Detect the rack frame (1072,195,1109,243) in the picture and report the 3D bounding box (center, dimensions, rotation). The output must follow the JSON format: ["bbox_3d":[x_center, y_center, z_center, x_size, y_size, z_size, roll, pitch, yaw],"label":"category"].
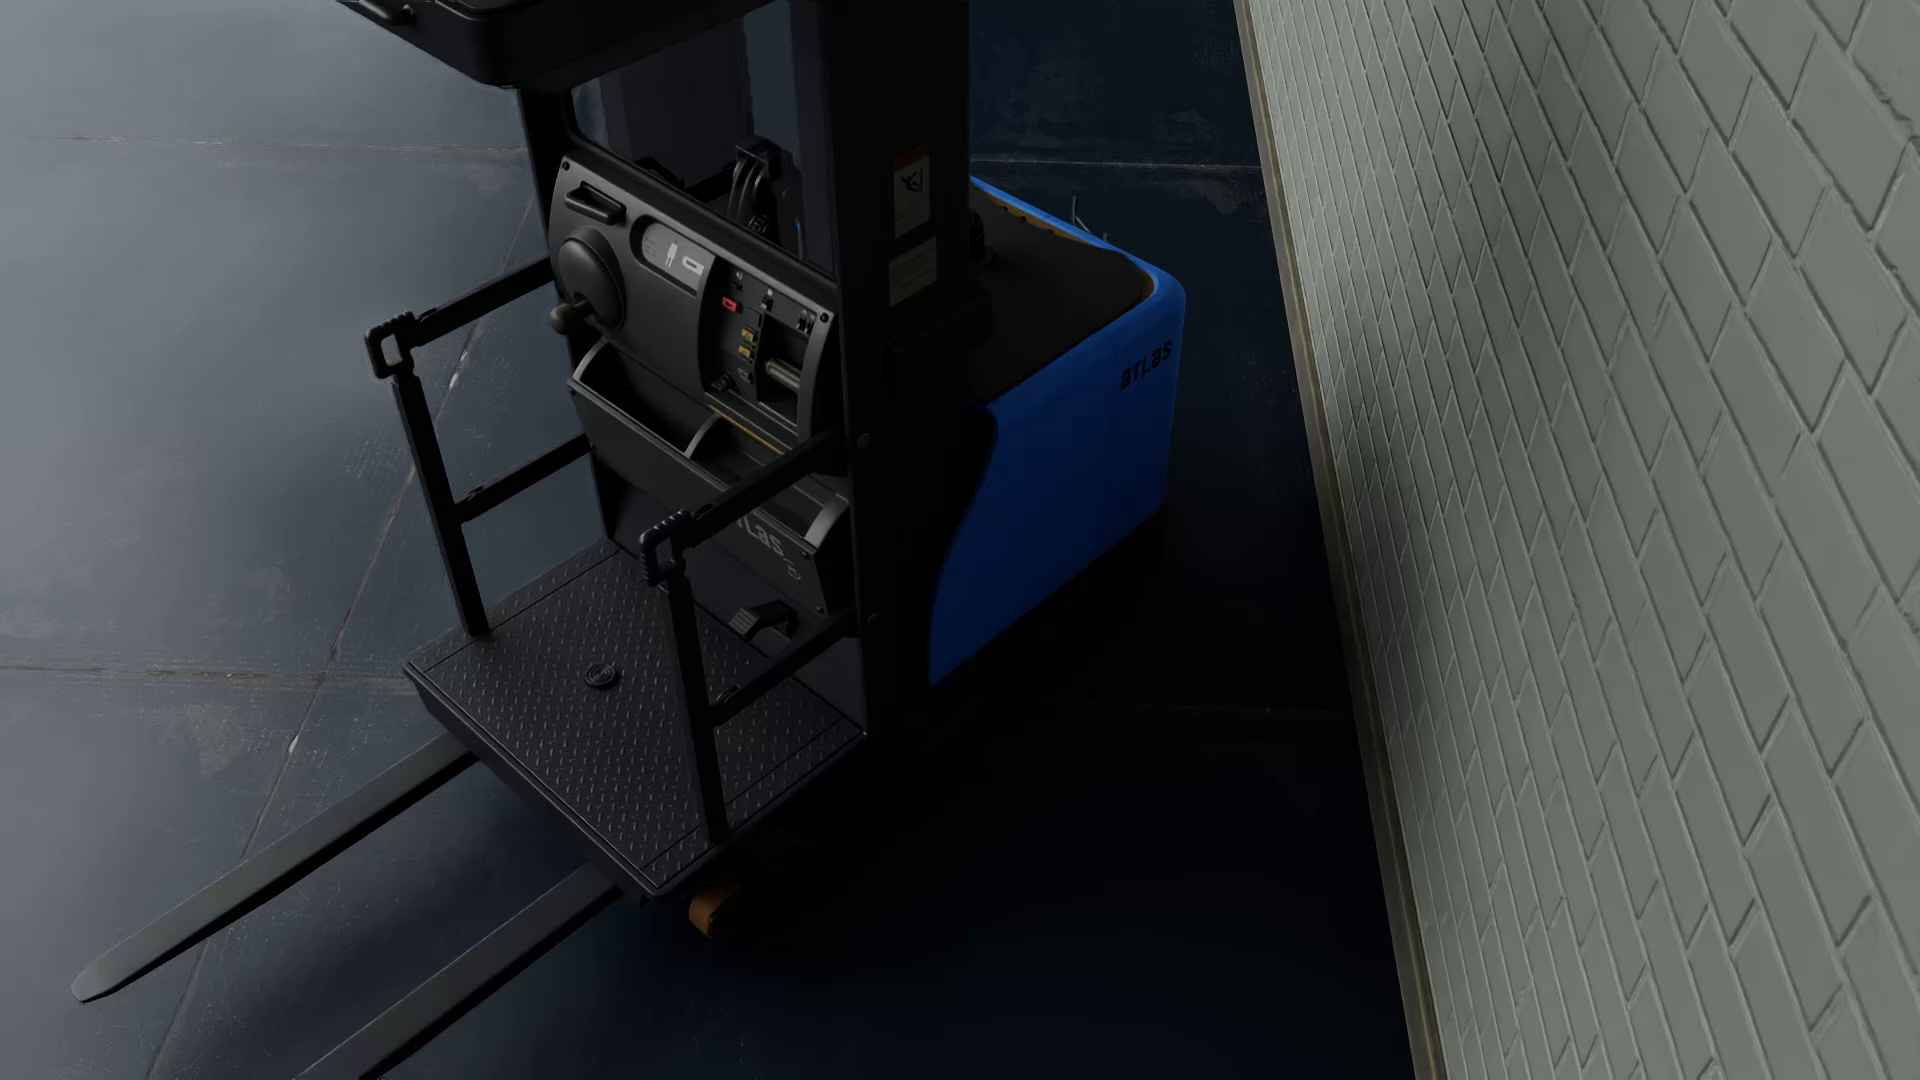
[{"bbox_3d":[0.391,-0.642,5.279,0.006,0.900,0.240,-15,45,-16],"label":"rack frame"}]

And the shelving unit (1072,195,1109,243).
[{"bbox_3d":[0.296,-0.617,5.252,0.210,0.900,0.258,-15,45,-16],"label":"shelving unit"}]

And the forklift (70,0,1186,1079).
[{"bbox_3d":[-0.761,-0.472,3.606,1.130,2.935,3.031,33,52,30],"label":"forklift"}]
